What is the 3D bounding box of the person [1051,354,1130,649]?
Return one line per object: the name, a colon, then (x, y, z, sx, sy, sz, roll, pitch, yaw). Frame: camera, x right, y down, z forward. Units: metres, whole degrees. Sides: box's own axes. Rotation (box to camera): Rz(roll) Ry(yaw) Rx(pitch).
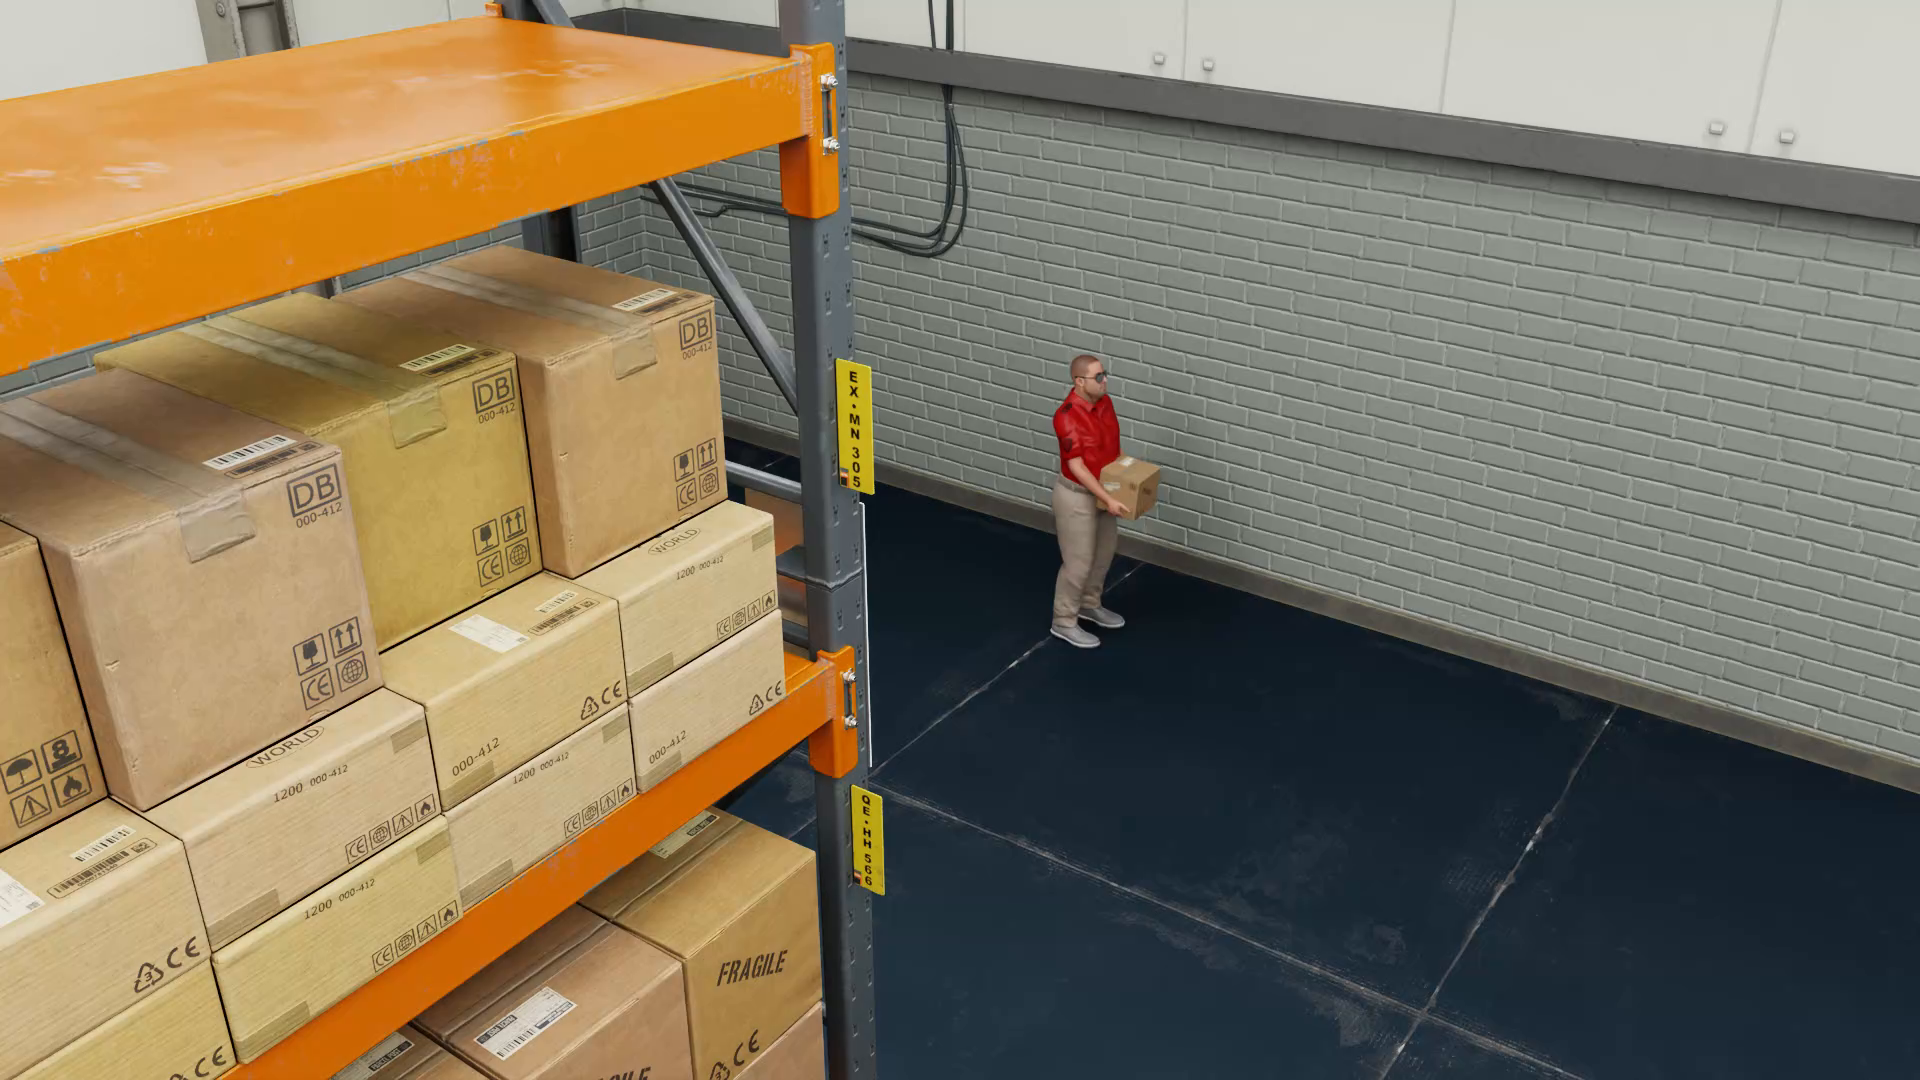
person: (0.821, -0.220, 9.572, 0.520, 1.722, 0.509, 17, 31, 30)
